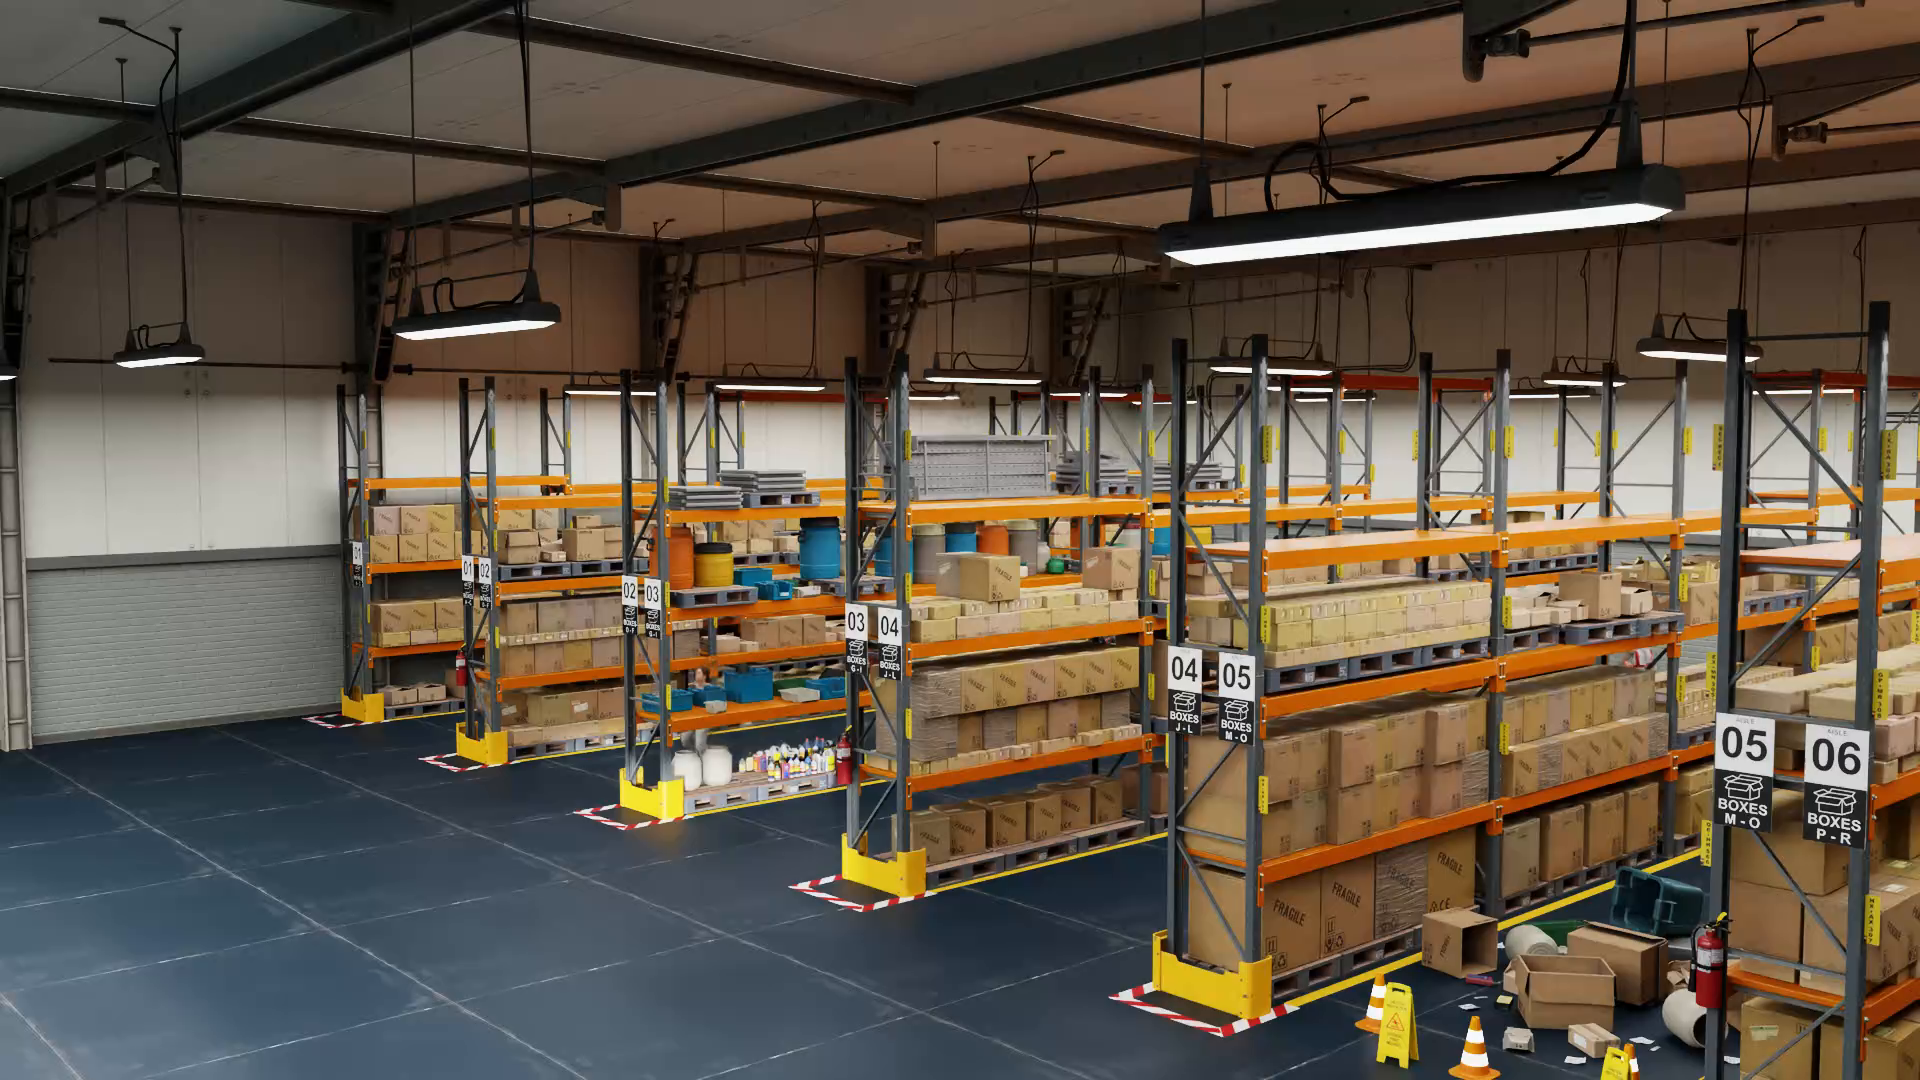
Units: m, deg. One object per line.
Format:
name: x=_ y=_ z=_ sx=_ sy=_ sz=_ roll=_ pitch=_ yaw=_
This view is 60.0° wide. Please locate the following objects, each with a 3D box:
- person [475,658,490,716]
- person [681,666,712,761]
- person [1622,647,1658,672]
person: x=-7.918 y=2.481 z=28.022 sx=0.656 sy=1.682 sz=0.590 roll=3 pitch=5 yaw=35
person: x=-3.940 y=2.702 z=24.994 sx=0.569 sy=1.629 sz=0.552 roll=4 pitch=5 yaw=45
person: x=12.129 y=2.368 z=29.692 sx=0.711 sy=1.689 sz=0.613 roll=-1 pitch=4 yaw=-15
